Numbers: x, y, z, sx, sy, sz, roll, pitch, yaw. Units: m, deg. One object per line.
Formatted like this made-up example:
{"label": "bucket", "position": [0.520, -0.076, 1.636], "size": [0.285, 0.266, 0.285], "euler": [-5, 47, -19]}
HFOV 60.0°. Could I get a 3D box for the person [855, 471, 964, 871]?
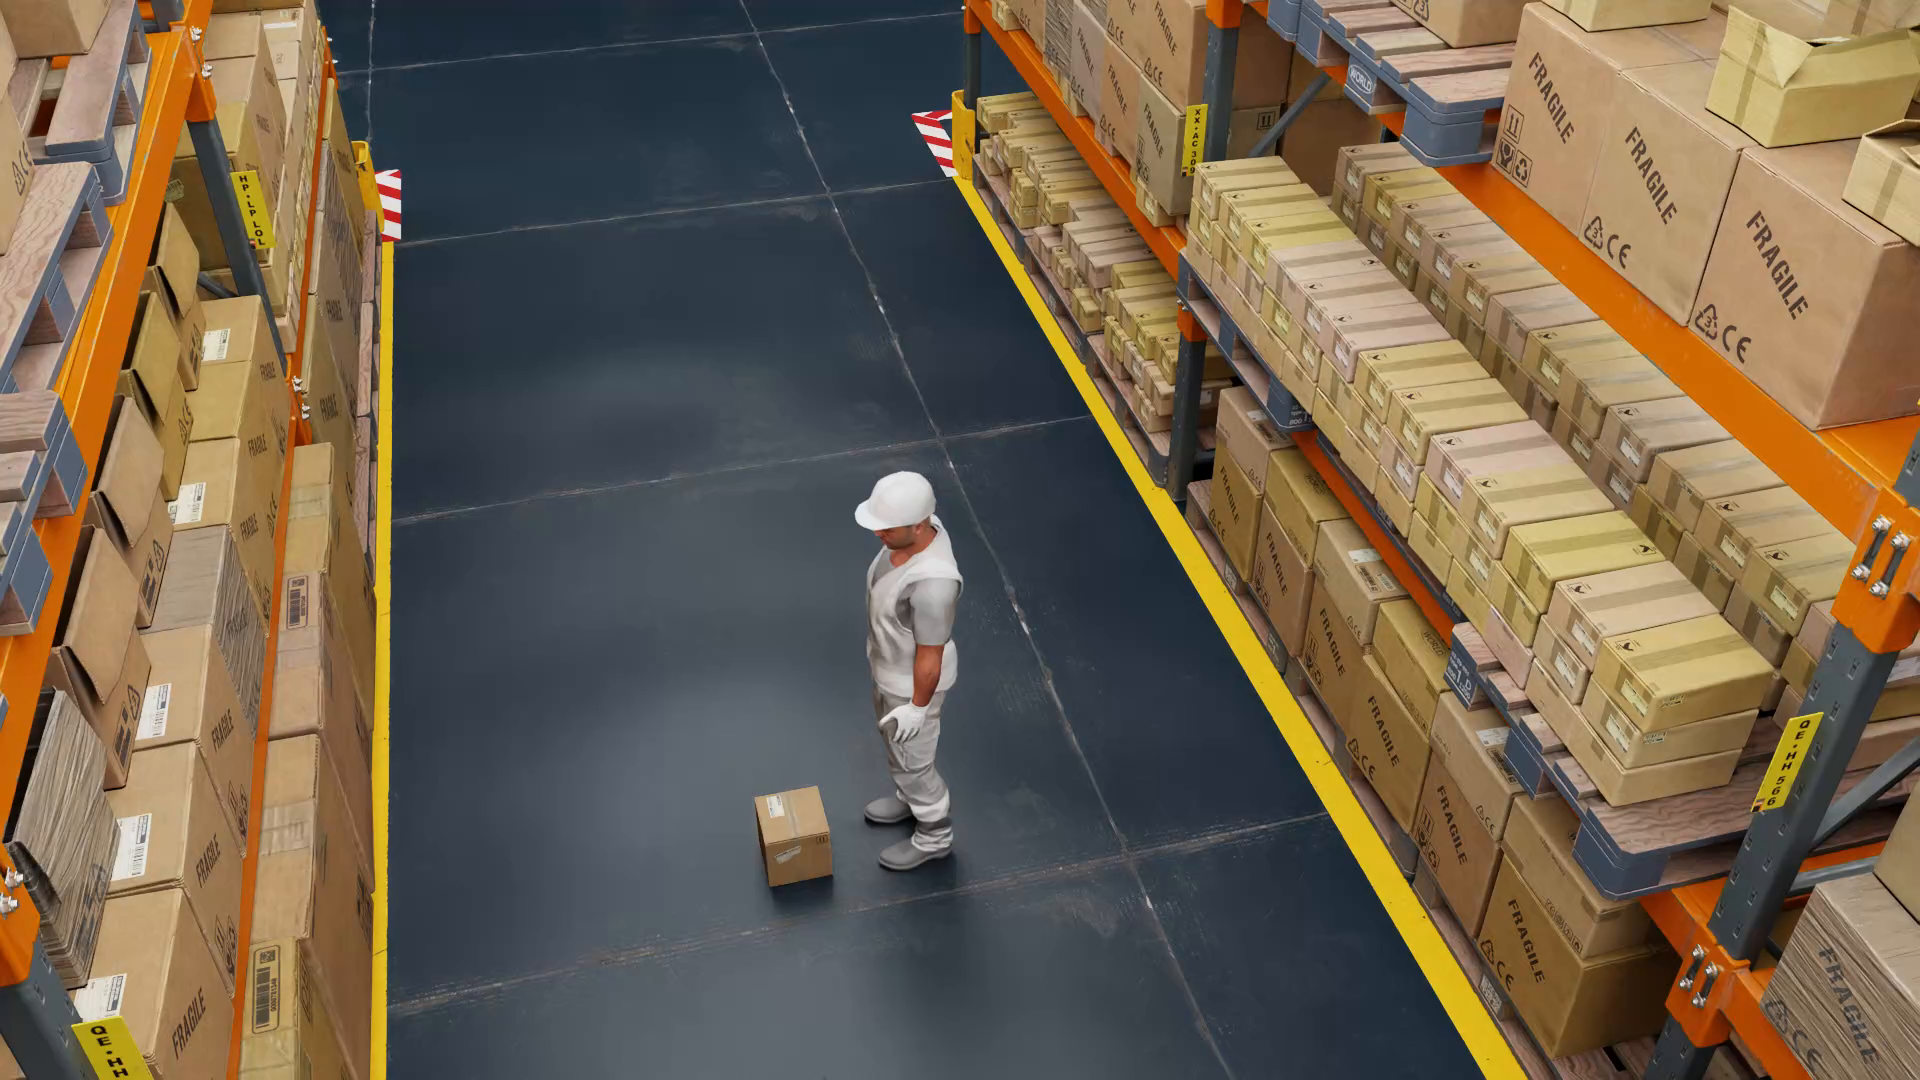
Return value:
{"label": "person", "position": [-0.183, 0.483, 6.081], "size": [0.351, 1.777, 0.528], "euler": [-9, 39, -11]}
